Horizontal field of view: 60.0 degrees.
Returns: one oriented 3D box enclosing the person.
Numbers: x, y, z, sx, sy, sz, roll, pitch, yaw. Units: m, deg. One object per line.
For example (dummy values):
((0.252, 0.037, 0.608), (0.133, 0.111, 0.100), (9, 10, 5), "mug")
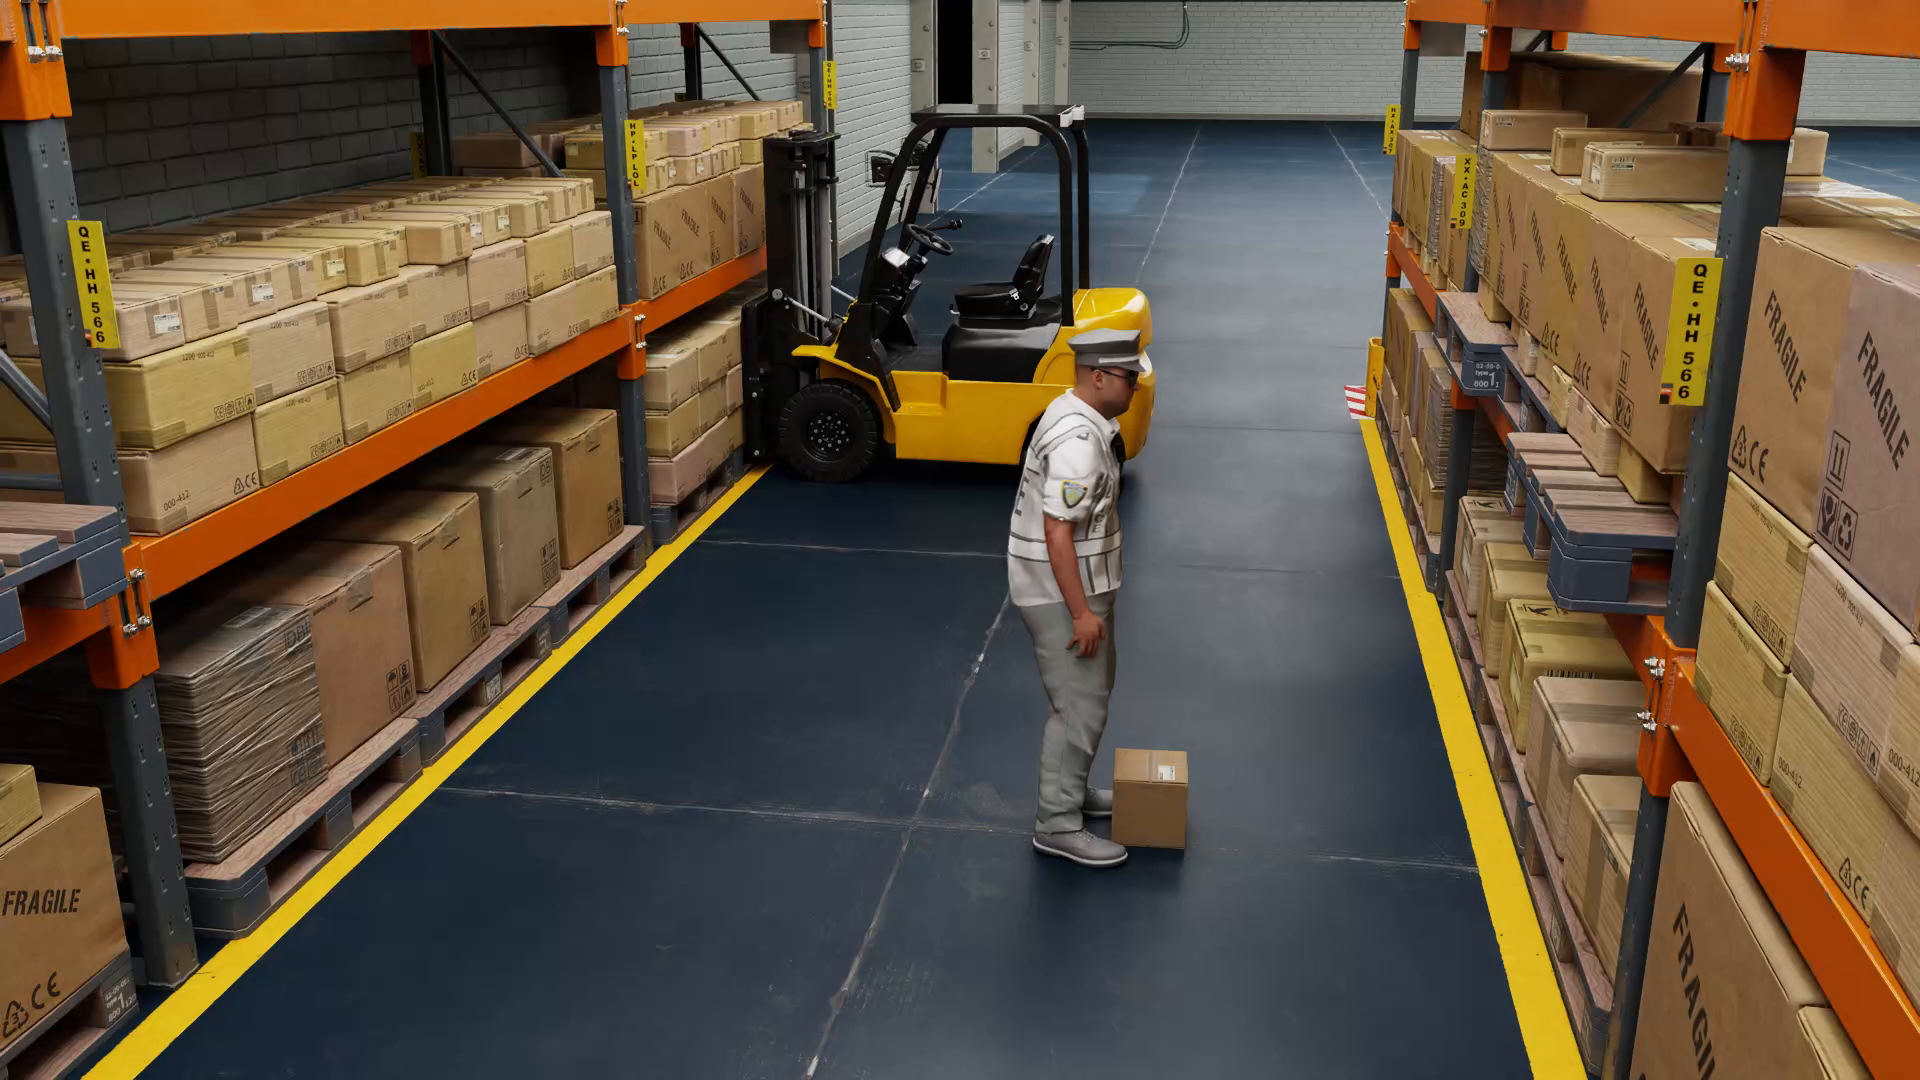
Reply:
((0.381, 0.165, 5.523), (0.436, 1.748, 0.586), (3, 18, 9), "person")
